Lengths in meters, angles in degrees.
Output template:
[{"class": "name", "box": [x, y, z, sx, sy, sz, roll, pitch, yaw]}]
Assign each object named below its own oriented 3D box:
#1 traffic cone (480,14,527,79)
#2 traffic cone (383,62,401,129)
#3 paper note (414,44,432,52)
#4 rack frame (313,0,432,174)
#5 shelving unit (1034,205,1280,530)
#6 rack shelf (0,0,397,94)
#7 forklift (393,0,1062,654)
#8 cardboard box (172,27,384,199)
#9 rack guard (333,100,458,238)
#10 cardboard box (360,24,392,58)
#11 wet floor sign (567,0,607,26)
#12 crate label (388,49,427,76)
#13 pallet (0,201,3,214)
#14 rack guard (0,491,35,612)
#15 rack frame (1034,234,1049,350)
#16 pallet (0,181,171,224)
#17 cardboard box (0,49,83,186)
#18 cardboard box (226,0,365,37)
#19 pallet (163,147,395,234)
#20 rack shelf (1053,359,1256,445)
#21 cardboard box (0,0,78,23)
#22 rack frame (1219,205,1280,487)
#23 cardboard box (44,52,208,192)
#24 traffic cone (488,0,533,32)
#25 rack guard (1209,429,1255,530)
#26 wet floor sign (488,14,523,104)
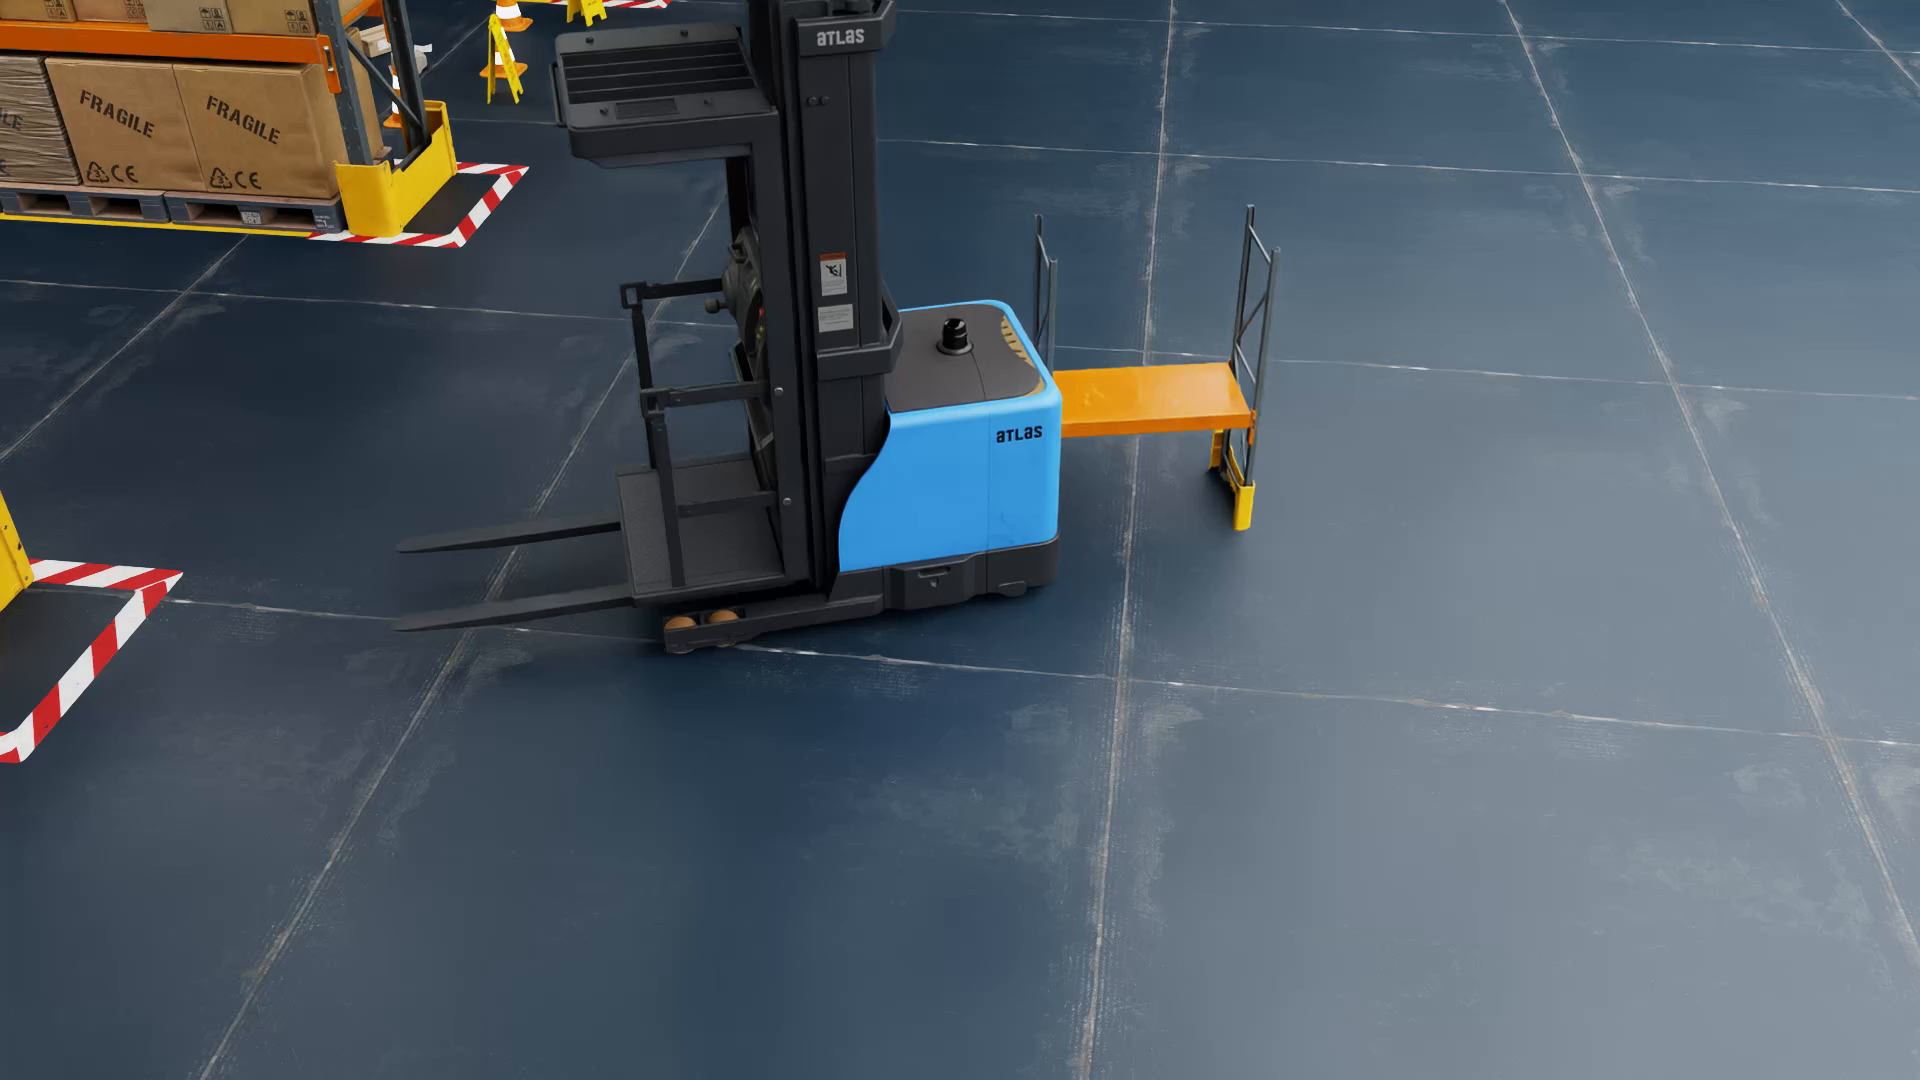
[{"class": "traffic cone", "box": [-3.740, -4.032, 13.501, 0.334, 0.463, 0.336, 4, 36, 6]}, {"class": "traffic cone", "box": [-4.222, -3.406, 12.624, 0.334, 0.463, 0.336, 4, 36, 6]}, {"class": "paper note", "box": [-4.537, -4.155, 14.046, 0.142, 0.019, 0.148, -7, 36, -10]}, {"class": "rack frame", "box": [-3.876, -3.581, 10.685, 0.127, 3.000, 1.000, 4, 36, 6]}, {"class": "shelving unit", "box": [0.890, -0.805, 8.086, 1.083, 1.500, 0.587, -3, 36, -5]}, {"class": "rack shelf", "box": [-5.859, -3.436, 11.102, 4.000, 0.370, 1.077, 4, 36, 6]}, {"class": "forklift", "box": [-1.107, -1.018, 7.154, 3.031, 2.935, 1.130, -8, 36, -11]}, {"class": "cardboard box", "box": [-4.557, -2.899, 11.197, 0.875, 0.875, 0.875, 4, 36, 6]}, {"class": "rack guard", "box": [-3.852, -2.562, 11.409, 0.348, 0.500, 1.175, 4, 36, 6]}, {"class": "cardboard box", "box": [-4.902, -4.213, 14.025, 0.250, 0.149, 0.380, 24, 42, 30]}, {"class": "wet floor sign", "box": [-3.293, -4.852, 14.492, 0.232, 0.644, 0.267, 17, 39, 22]}, {"class": "crate label", "box": [-4.528, -3.922, 13.627, 0.298, 0.136, 0.250, -14, 38, -18]}, {"class": "pallet", "box": [-7.099, -2.640, 11.768, 1.213, 0.211, 1.003, 4, 36, 6]}, {"class": "rack guard", "box": [-4.683, 0.281, 7.425, 0.348, 0.500, 1.175, 4, 36, 6]}, {"class": "rack frame", "box": [0.393, -0.776, 8.047, 0.013, 1.308, 0.475, -3, 36, -5]}, {"class": "pallet", "box": [-5.885, -2.552, 11.644, 1.213, 0.211, 1.003, 4, 36, 6]}, {"class": "cardboard box", "box": [-6.334, -3.032, 11.383, 0.875, 0.875, 0.875, 5, 36, 6]}, {"class": "cardboard box", "box": [-4.249, -3.643, 10.644, 0.550, 0.550, 0.875, 4, 36, 6]}, {"class": "pallet", "box": [-4.679, -2.460, 11.515, 1.213, 0.211, 1.003, 4, 36, 6]}, {"class": "rack shelf", "box": [0.899, -0.659, 8.192, 1.000, 0.185, 0.538, -3, 36, -5]}, {"class": "cardboard box", "box": [-5.868, -3.801, 10.864, 0.500, 0.550, 0.875, 4, 36, 6]}, {"class": "rack frame", "box": [1.405, -0.835, 8.129, 0.032, 1.500, 0.500, -3, 36, -5]}, {"class": "cardboard box", "box": [-5.430, -2.963, 11.287, 0.875, 0.875, 0.875, 4, 36, 5]}, {"class": "traffic cone", "box": [-3.936, -4.696, 14.432, 0.334, 0.463, 0.336, 4, 36, 6]}, {"class": "rack guard", "box": [1.385, -0.325, 8.490, 0.087, 0.250, 0.587, -3, 36, -5]}, {"class": "wet floor sign", "box": [-3.595, -3.761, 12.965, 0.232, 0.644, 0.267, -2, 36, -2]}]
